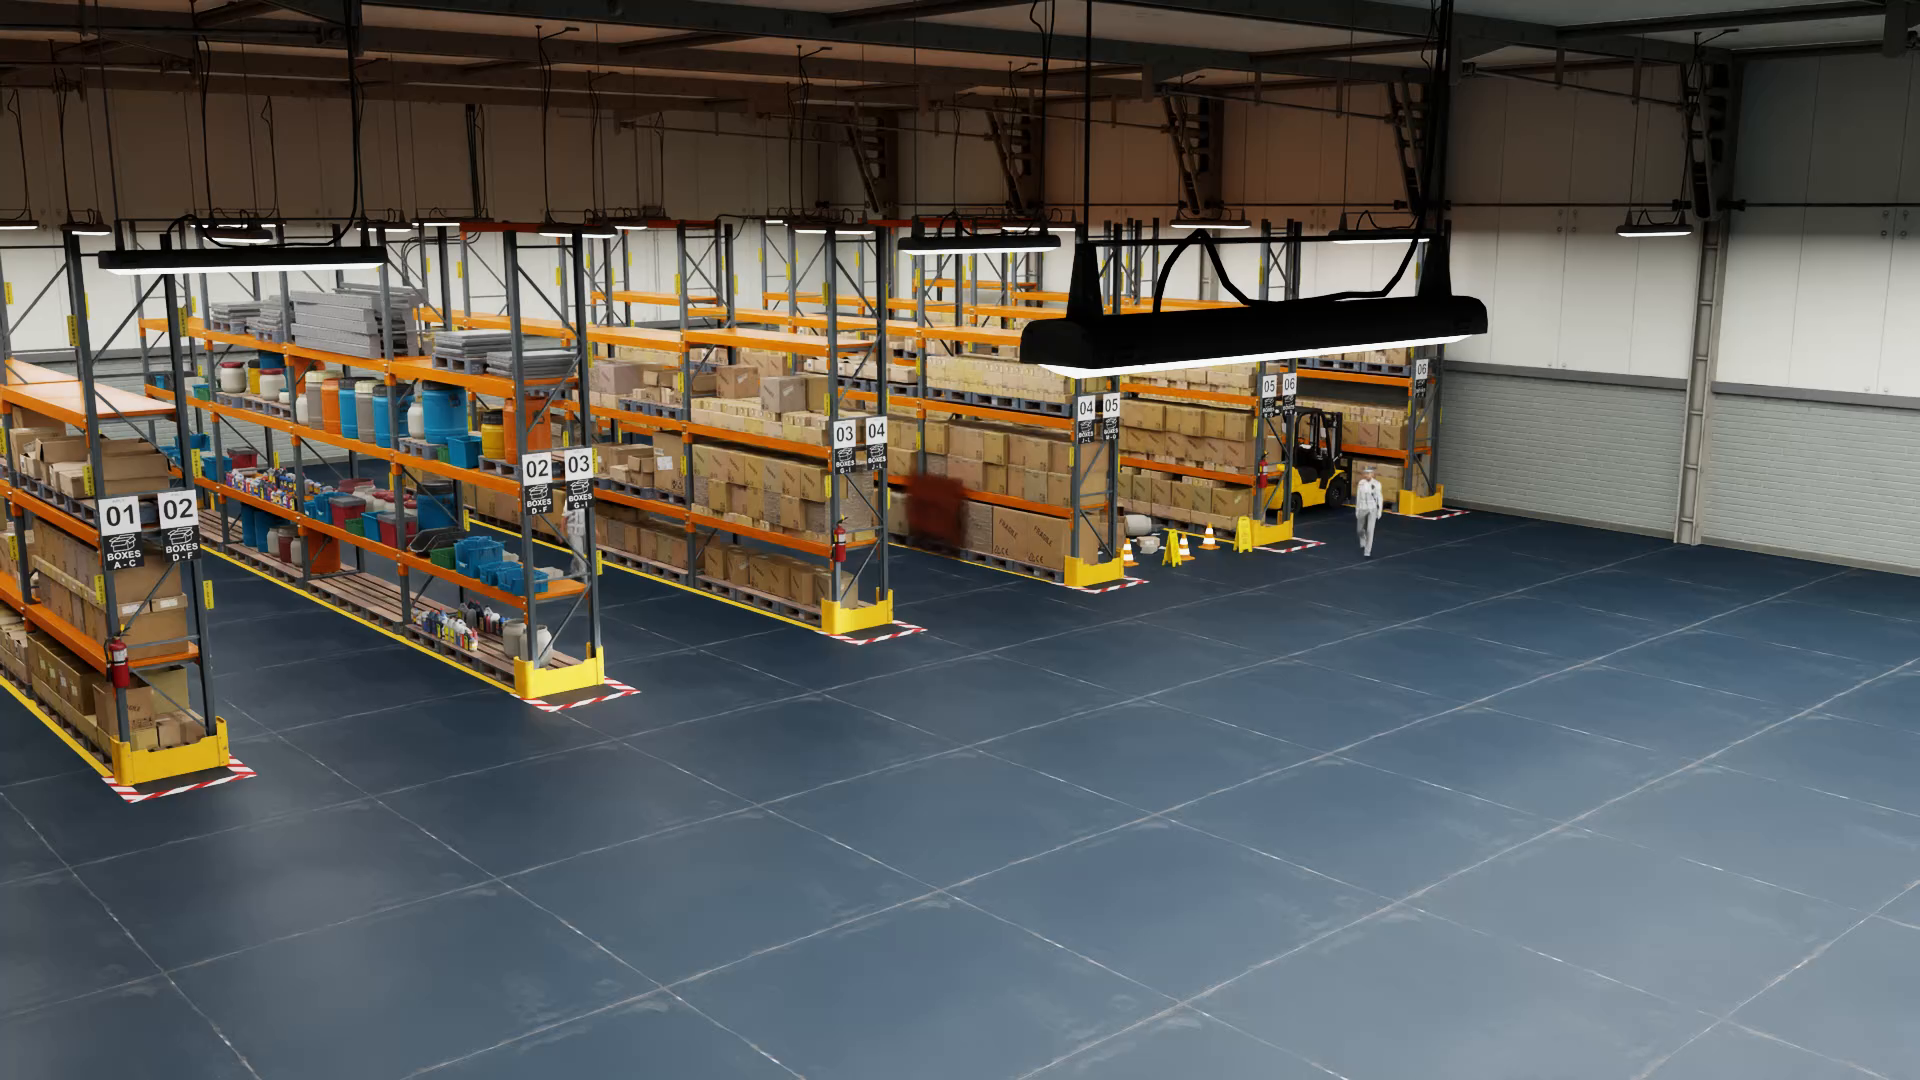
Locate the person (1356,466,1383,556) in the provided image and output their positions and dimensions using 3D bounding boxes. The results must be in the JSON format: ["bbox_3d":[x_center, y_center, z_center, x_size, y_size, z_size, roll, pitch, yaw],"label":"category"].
[{"bbox_3d":[7.498,-0.568,30.448,0.477,1.640,0.840,4,12,18],"label":"person"}]

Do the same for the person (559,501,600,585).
[{"bbox_3d":[-6.430,-0.137,28.151,0.656,1.692,1.084,-10,15,-40],"label":"person"}]
